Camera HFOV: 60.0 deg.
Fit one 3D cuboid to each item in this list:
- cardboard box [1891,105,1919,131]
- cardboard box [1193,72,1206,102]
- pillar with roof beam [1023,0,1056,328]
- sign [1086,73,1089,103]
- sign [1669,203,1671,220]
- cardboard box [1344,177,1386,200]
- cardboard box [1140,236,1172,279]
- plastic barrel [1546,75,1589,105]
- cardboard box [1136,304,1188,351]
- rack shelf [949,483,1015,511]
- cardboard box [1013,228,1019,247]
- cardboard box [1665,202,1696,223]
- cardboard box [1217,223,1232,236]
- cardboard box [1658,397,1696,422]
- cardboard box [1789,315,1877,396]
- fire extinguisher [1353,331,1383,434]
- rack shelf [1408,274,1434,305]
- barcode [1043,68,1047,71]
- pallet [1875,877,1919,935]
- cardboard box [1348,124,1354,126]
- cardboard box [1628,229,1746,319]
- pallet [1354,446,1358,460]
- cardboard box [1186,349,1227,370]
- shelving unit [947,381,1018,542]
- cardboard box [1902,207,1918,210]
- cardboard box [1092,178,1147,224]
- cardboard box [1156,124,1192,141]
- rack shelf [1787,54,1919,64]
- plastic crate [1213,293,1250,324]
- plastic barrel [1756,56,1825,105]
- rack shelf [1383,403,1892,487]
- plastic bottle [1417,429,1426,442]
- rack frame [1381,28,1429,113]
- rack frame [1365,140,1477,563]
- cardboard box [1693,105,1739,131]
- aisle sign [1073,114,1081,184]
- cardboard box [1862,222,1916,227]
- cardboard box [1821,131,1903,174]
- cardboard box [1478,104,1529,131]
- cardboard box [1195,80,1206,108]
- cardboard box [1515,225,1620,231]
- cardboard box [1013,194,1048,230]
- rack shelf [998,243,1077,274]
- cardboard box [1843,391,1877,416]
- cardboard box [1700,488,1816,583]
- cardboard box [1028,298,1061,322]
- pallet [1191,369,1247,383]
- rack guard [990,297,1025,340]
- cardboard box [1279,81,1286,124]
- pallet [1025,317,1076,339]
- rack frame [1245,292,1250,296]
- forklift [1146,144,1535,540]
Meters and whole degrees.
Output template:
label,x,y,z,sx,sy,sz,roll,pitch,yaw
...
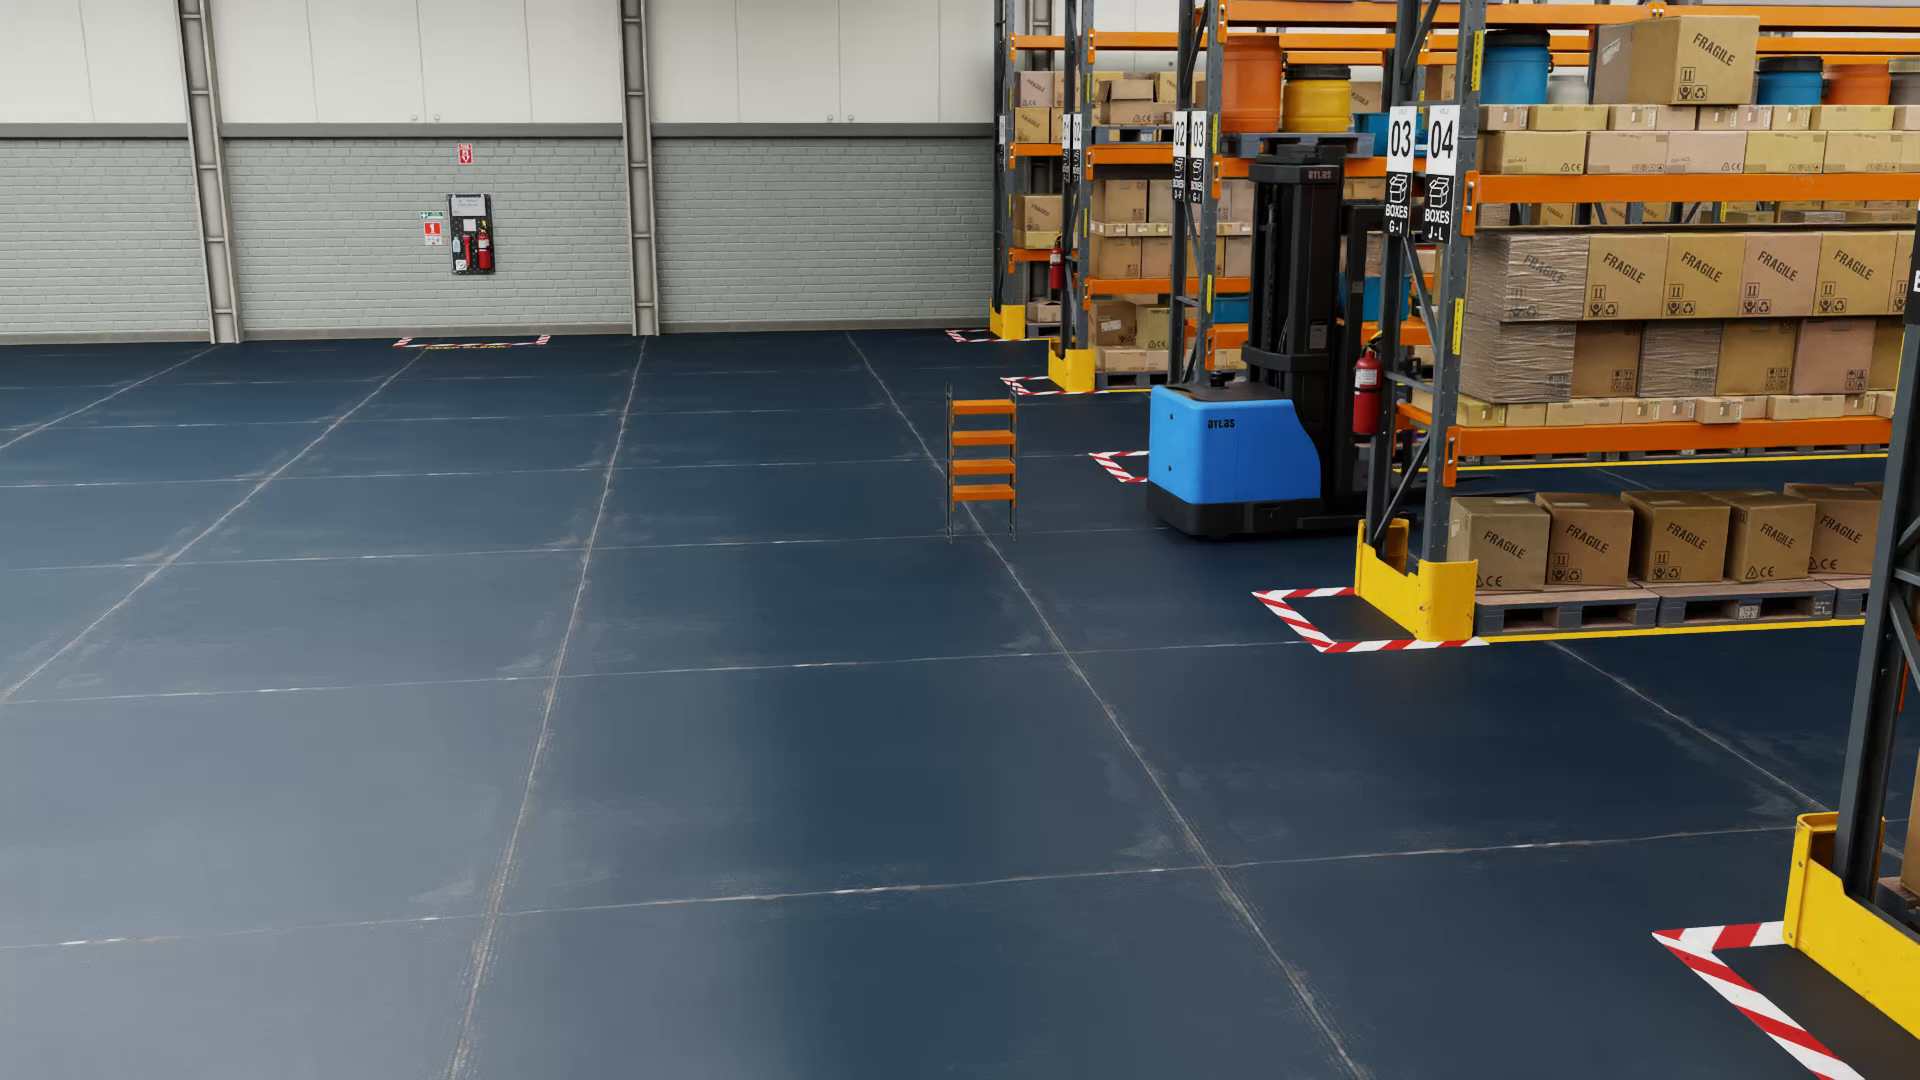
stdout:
label,x,y,z,sx,sy,sz,roll,pitch,yaw
cardboard box,5.744,-2.575,10.146,0.250,0.149,0.380,-3,14,-10
cardboard box,3.593,-6.581,24.330,0.500,0.500,0.500,-1,14,-5
pillar with roof beam,1.840,-6.652,20.747,0.400,9.000,9.100,-2,14,-8
sign,1.454,-5.136,18.911,0.005,0.325,0.100,-2,14,-8
sign,9.198,-4.296,21.469,0.005,0.325,0.100,-2,14,-8
cardboard box,4.895,-4.158,20.262,0.500,0.500,0.700,-2,14,-8
cardboard box,2.359,-3.435,20.048,0.500,0.500,0.700,-2,14,-7
plastic barrel,5.612,-4.051,15.448,0.421,0.512,0.421,0,14,0
cardboard box,2.435,-2.571,20.055,0.500,0.500,0.500,-2,14,-8
rack shelf,0.164,-0.330,12.664,0.480,0.148,0.258,-2,14,-8
cardboard box,1.069,-4.545,24.945,0.500,0.250,0.500,-2,14,-7
cardboard box,11.082,-5.067,25.902,0.500,0.500,0.500,-2,14,-8
cardboard box,3.071,-3.726,19.872,0.250,0.149,0.380,-2,14,-9
cardboard box,4.402,-0.848,10.453,0.250,0.149,0.380,-2,14,-8
cardboard box,5.371,-1.254,10.739,0.500,0.500,0.875,-2,14,-8
fire extinguisher,2.668,-1.039,10.857,0.183,0.674,0.296,-2,14,-8
rack shelf,7.310,-3.221,20.879,4.000,0.370,1.077,-2,14,-8
barcode,1.263,-6.970,24.686,0.075,0.075,0.001,-2,14,-8
pallet,4.267,1.532,6.180,1.213,0.211,1.003,-2,14,-8
cardboard box,5.752,-6.327,24.939,0.500,0.311,0.500,-2,14,-7
cardboard box,4.424,-1.637,10.210,0.500,0.500,0.500,-2,14,-8
pallet,2.984,-0.851,15.681,1.213,0.211,1.003,-2,14,-8
cardboard box,2.929,-2.226,20.220,0.500,0.250,0.500,-2,14,-8
shelving unit,0.166,-0.588,12.600,0.499,1.200,0.258,-2,14,-8
cardboard box,12.742,-4.077,21.741,0.500,0.500,0.700,-7,16,-27
cardboard box,1.893,-4.046,19.817,0.500,0.500,0.700,-2,14,-8
cardboard box,3.084,-6.080,24.387,0.500,0.500,0.500,-3,14,-11
rack shelf,14.479,-7.419,26.105,4.000,0.370,1.077,-2,14,-8
plastic crate,2.562,-2.179,15.551,0.616,0.251,0.499,-2,14,-8
plastic barrel,7.831,-4.122,15.796,0.708,0.901,0.600,-2,14,-8
rack shelf,4.827,-0.693,10.799,4.000,0.370,1.077,-2,14,-8
plastic bottle,4.290,-1.054,15.464,0.097,0.271,0.097,0,14,0
rack frame,5.333,-6.408,19.773,0.127,3.000,1.000,-2,14,-8
rack frame,2.849,-0.970,10.423,0.127,3.000,1.000,-2,14,-8
cardboard box,4.447,-2.539,10.001,0.250,0.149,0.380,-3,14,-11
aisle sign,1.358,-4.538,19.305,0.004,0.787,0.394,-2,14,-8
cardboard box,6.322,-1.837,11.009,0.500,0.500,0.500,-2,14,-8
cardboard box,5.372,-2.381,10.193,0.500,0.250,0.500,-2,14,-9
cardboard box,3.156,-2.500,9.845,0.250,0.149,0.380,-2,14,-9
cardboard box,3.060,-5.122,19.457,0.500,0.500,0.500,-2,14,-8
cardboard box,3.850,-1.746,10.647,0.500,0.500,0.500,-2,14,-8
cardboard box,1.070,-4.913,24.872,0.500,0.500,0.500,-2,14,-9
rack shelf,2.613,-4.268,25.052,4.000,0.370,1.077,-2,14,-8
cardboard box,5.634,-0.900,10.660,0.250,0.149,0.380,-2,14,-8
cardboard box,5.236,-0.037,10.979,0.500,0.500,0.500,-3,14,-13
cardboard box,1.333,-3.457,24.963,0.500,0.311,0.500,-4,15,-15
pallet,3.331,-2.082,20.588,1.213,0.211,1.003,-2,14,-8
rack guard,0.711,-3.335,24.990,0.348,0.500,1.175,-2,14,-8
cardboard box,3.685,-5.245,19.940,0.637,0.503,0.797,-1,14,-2
pallet,1.519,-3.215,25.109,1.213,0.211,1.003,-2,14,-8
rack frame,4.591,-4.689,25.253,0.127,3.000,1.000,-2,14,-8
forklift,6.430,0.448,4.911,5.636,2.935,18.991,-3,14,-13
